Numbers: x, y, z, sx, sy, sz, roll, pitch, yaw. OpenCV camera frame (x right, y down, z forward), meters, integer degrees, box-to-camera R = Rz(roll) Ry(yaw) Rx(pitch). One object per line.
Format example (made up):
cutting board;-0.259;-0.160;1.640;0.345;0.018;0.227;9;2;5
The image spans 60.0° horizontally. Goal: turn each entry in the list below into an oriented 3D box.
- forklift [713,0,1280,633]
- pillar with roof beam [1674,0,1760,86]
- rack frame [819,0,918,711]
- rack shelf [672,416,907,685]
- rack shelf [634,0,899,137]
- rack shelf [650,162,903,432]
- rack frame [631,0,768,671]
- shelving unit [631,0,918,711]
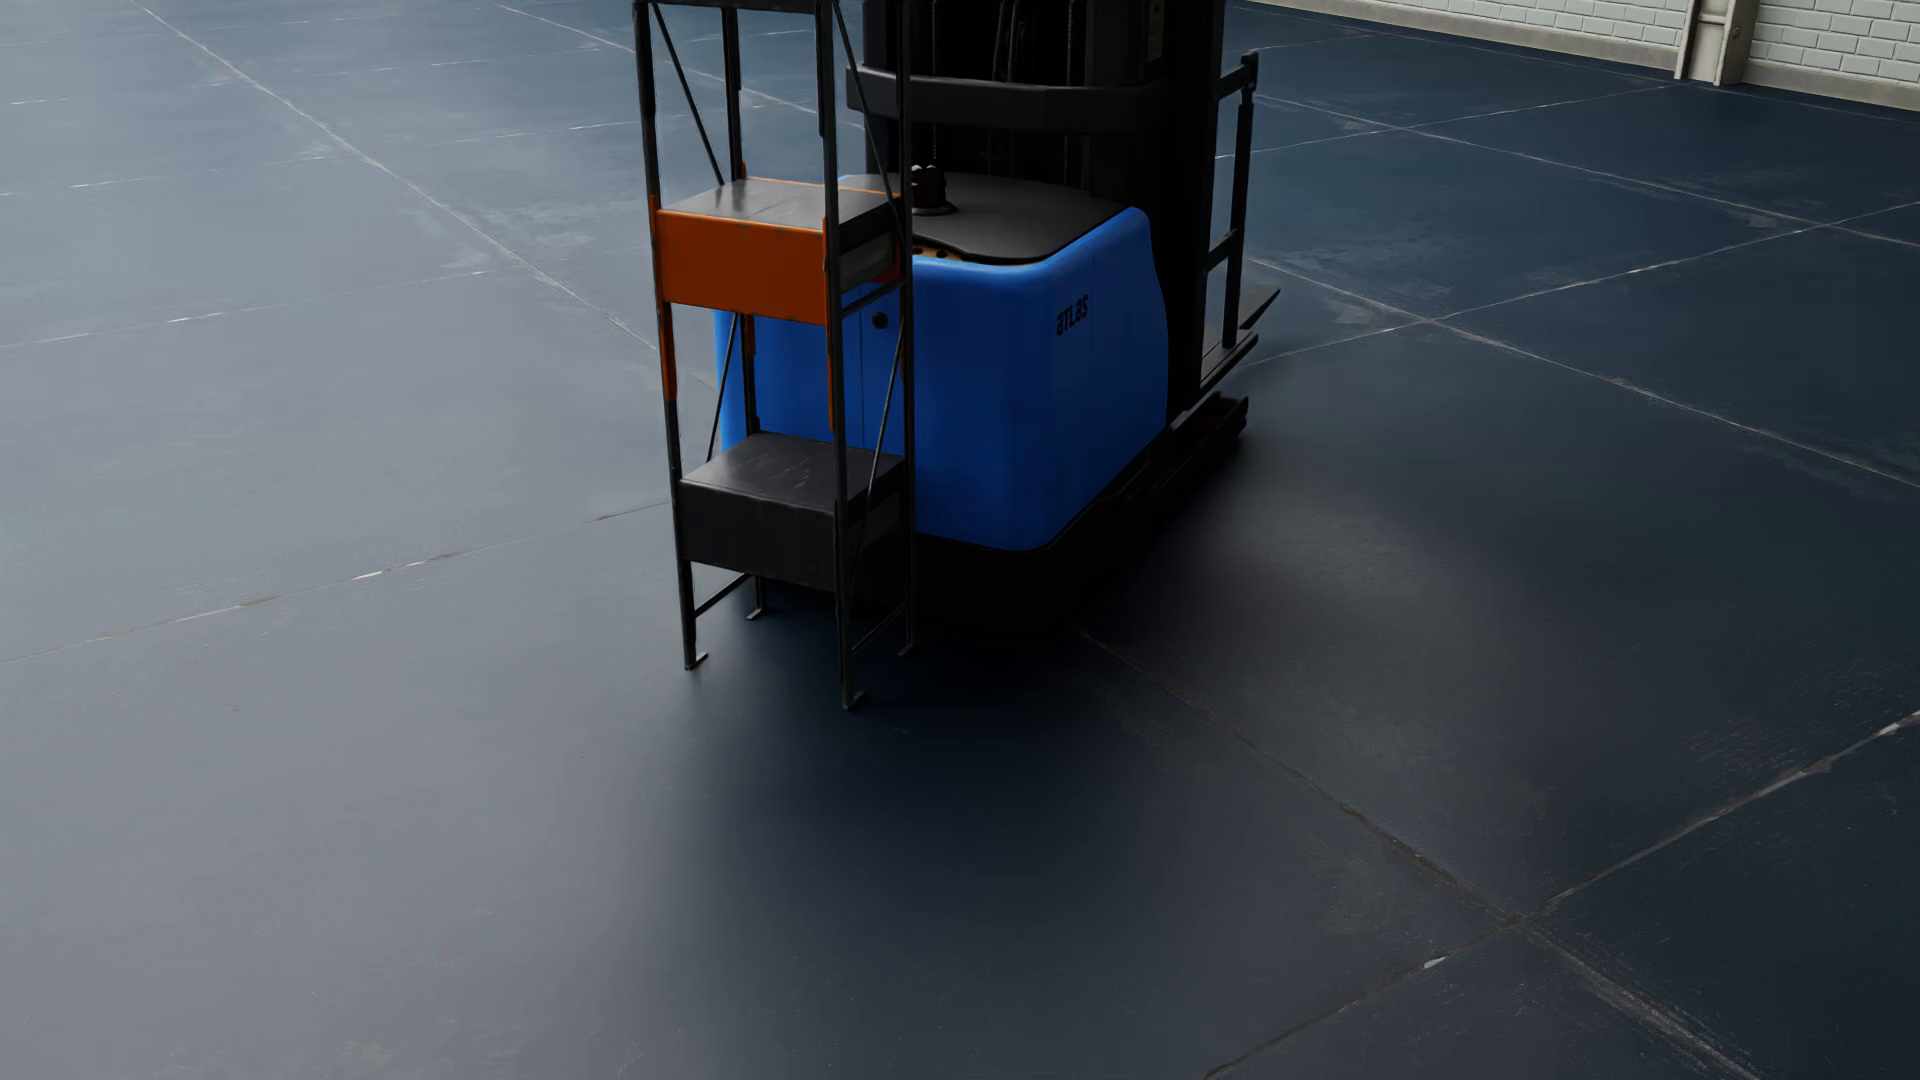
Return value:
forklift;0.387;-1.671;5.356;1.130;2.935;3.031;12;28;23
pillar with roof beam;2.103;-6.575;8.636;9.100;9.000;0.400;-16;29;-30
rack frame;-0.211;-0.584;4.027;0.015;2.100;0.400;12;28;23
rack shelf;-0.432;0.016;4.427;0.480;0.518;0.431;12;28;23
rack shelf;-0.432;-1.250;3.830;0.480;0.518;0.431;12;28;23
rack shelf;-0.432;-0.617;4.128;0.480;0.518;0.431;12;28;23
rack frame;-0.652;-0.674;4.218;0.015;2.100;0.400;12;28;23
shelving unit;-0.432;-0.629;4.123;0.503;2.100;0.431;12;28;23
